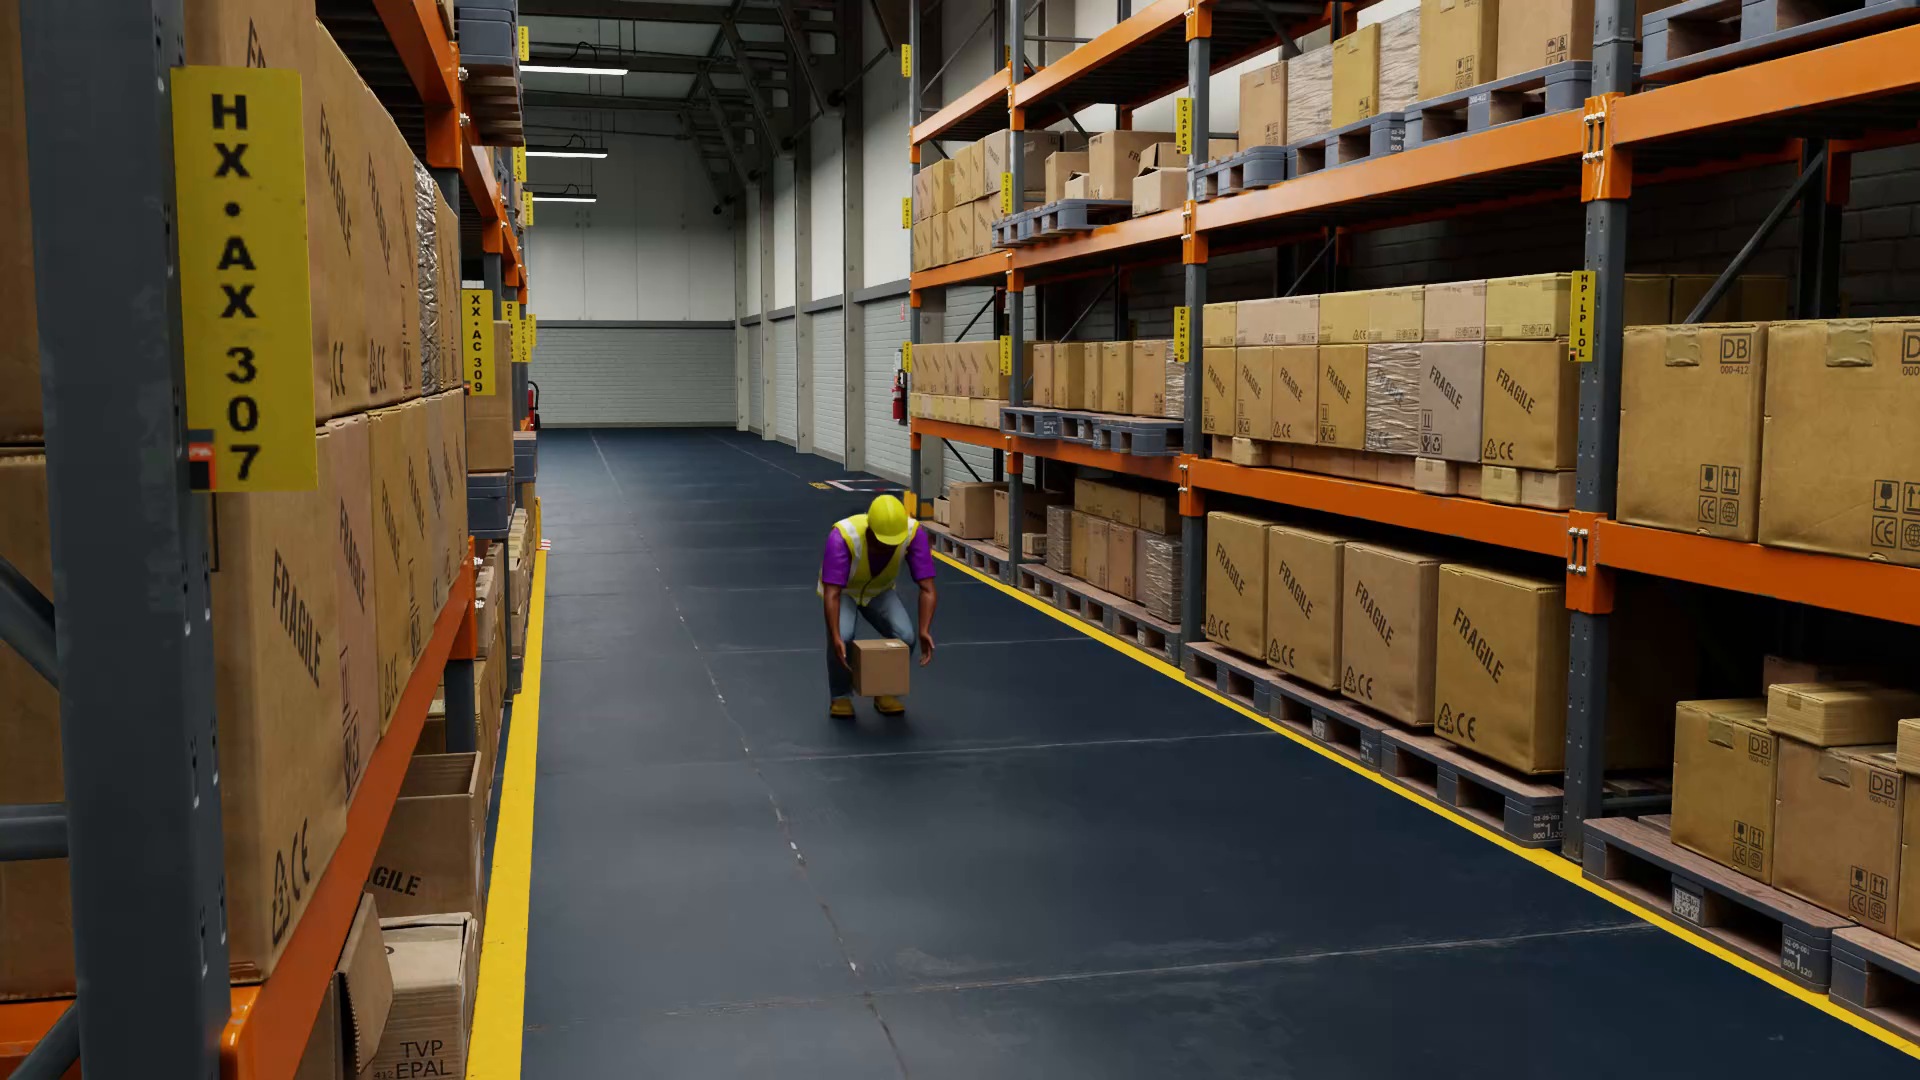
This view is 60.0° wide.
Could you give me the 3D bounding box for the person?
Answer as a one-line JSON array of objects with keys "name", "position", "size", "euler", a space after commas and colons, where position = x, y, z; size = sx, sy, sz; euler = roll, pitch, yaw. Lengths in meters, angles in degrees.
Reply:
[{"name": "person", "position": [-0.454, 0.337, 8.849], "size": [0.620, 1.204, 0.839], "euler": [-1, 6, -14]}]
